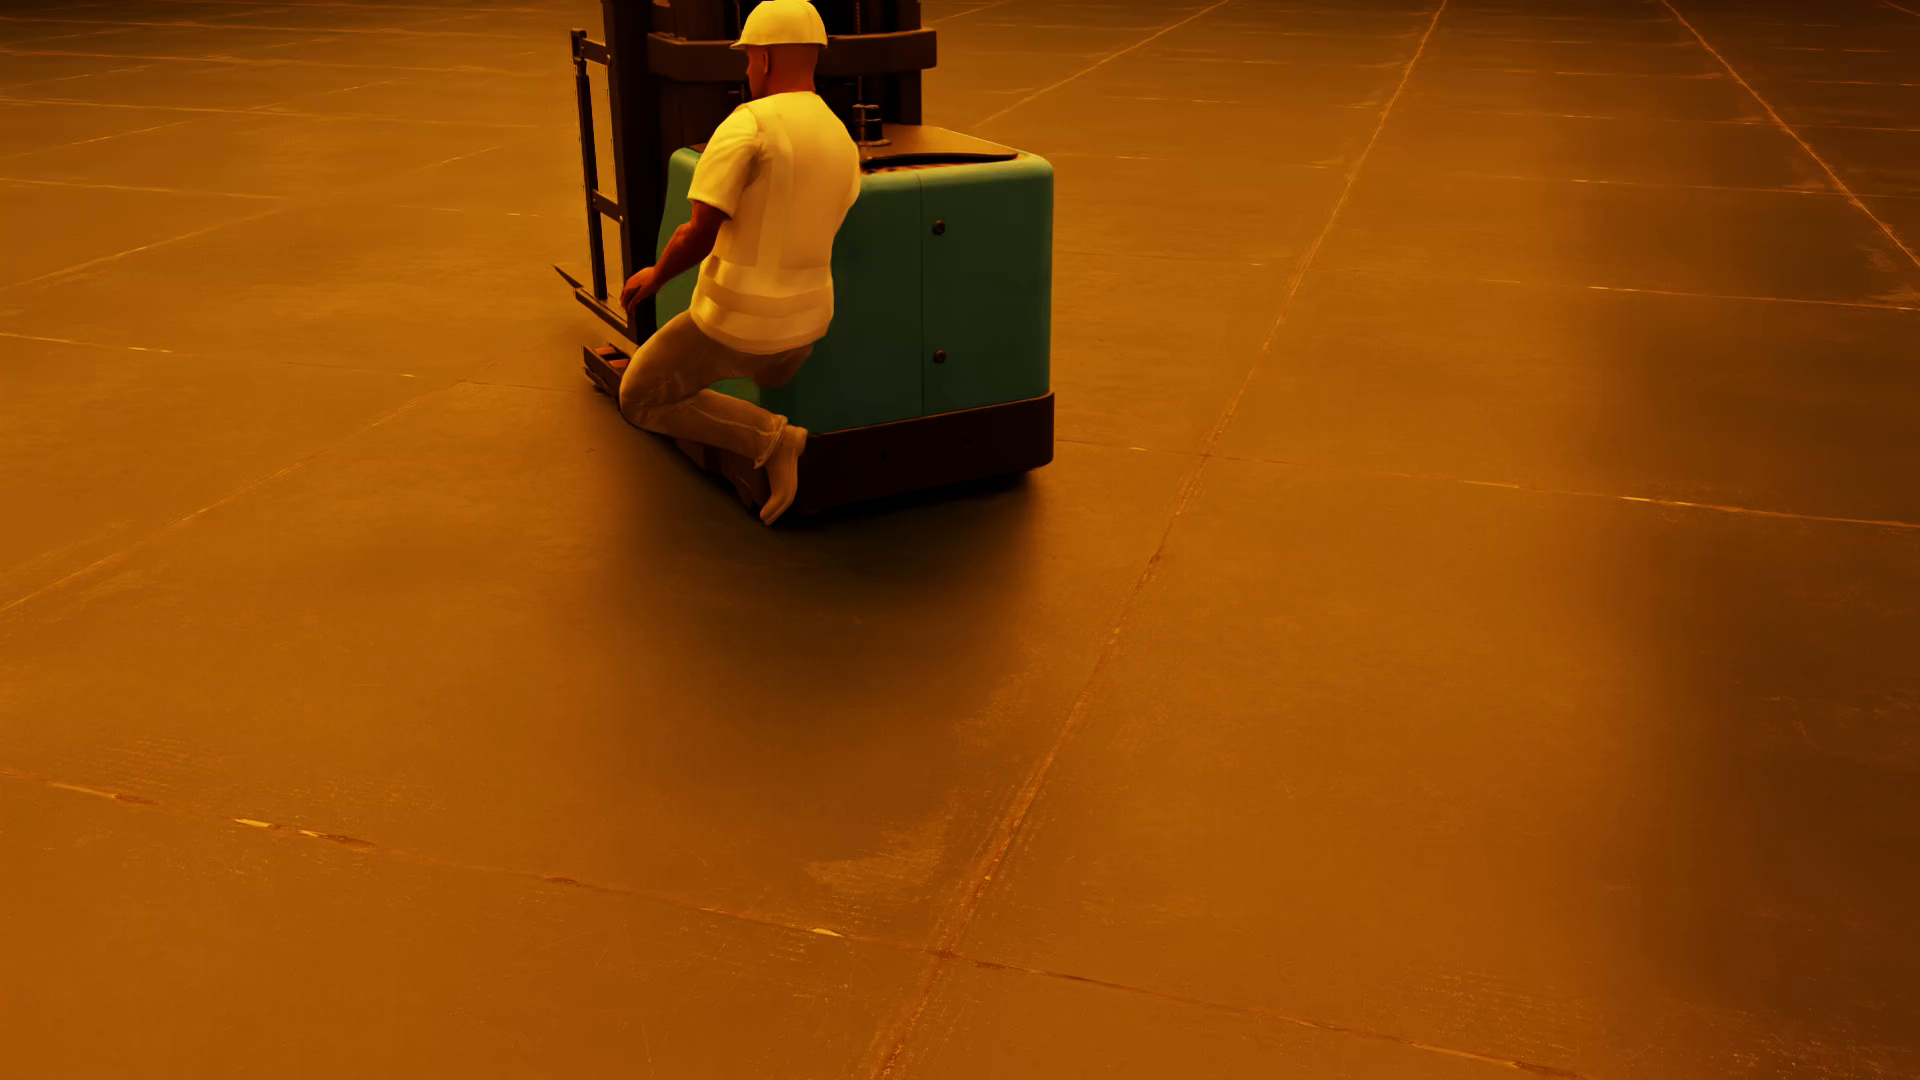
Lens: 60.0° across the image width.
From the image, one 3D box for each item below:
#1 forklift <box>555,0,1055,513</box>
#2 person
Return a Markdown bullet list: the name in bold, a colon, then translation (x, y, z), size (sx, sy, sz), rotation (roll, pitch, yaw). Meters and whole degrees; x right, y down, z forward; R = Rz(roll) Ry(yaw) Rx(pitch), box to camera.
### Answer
- **forklift**: translation (-0.831, -1.961, 6.029), size (1.130, 2.935, 3.031), rotation (-12, 25, -26)
- **person**: translation (-0.641, -0.720, 4.769), size (0.745, 1.614, 0.796), rotation (15, 27, 32)
